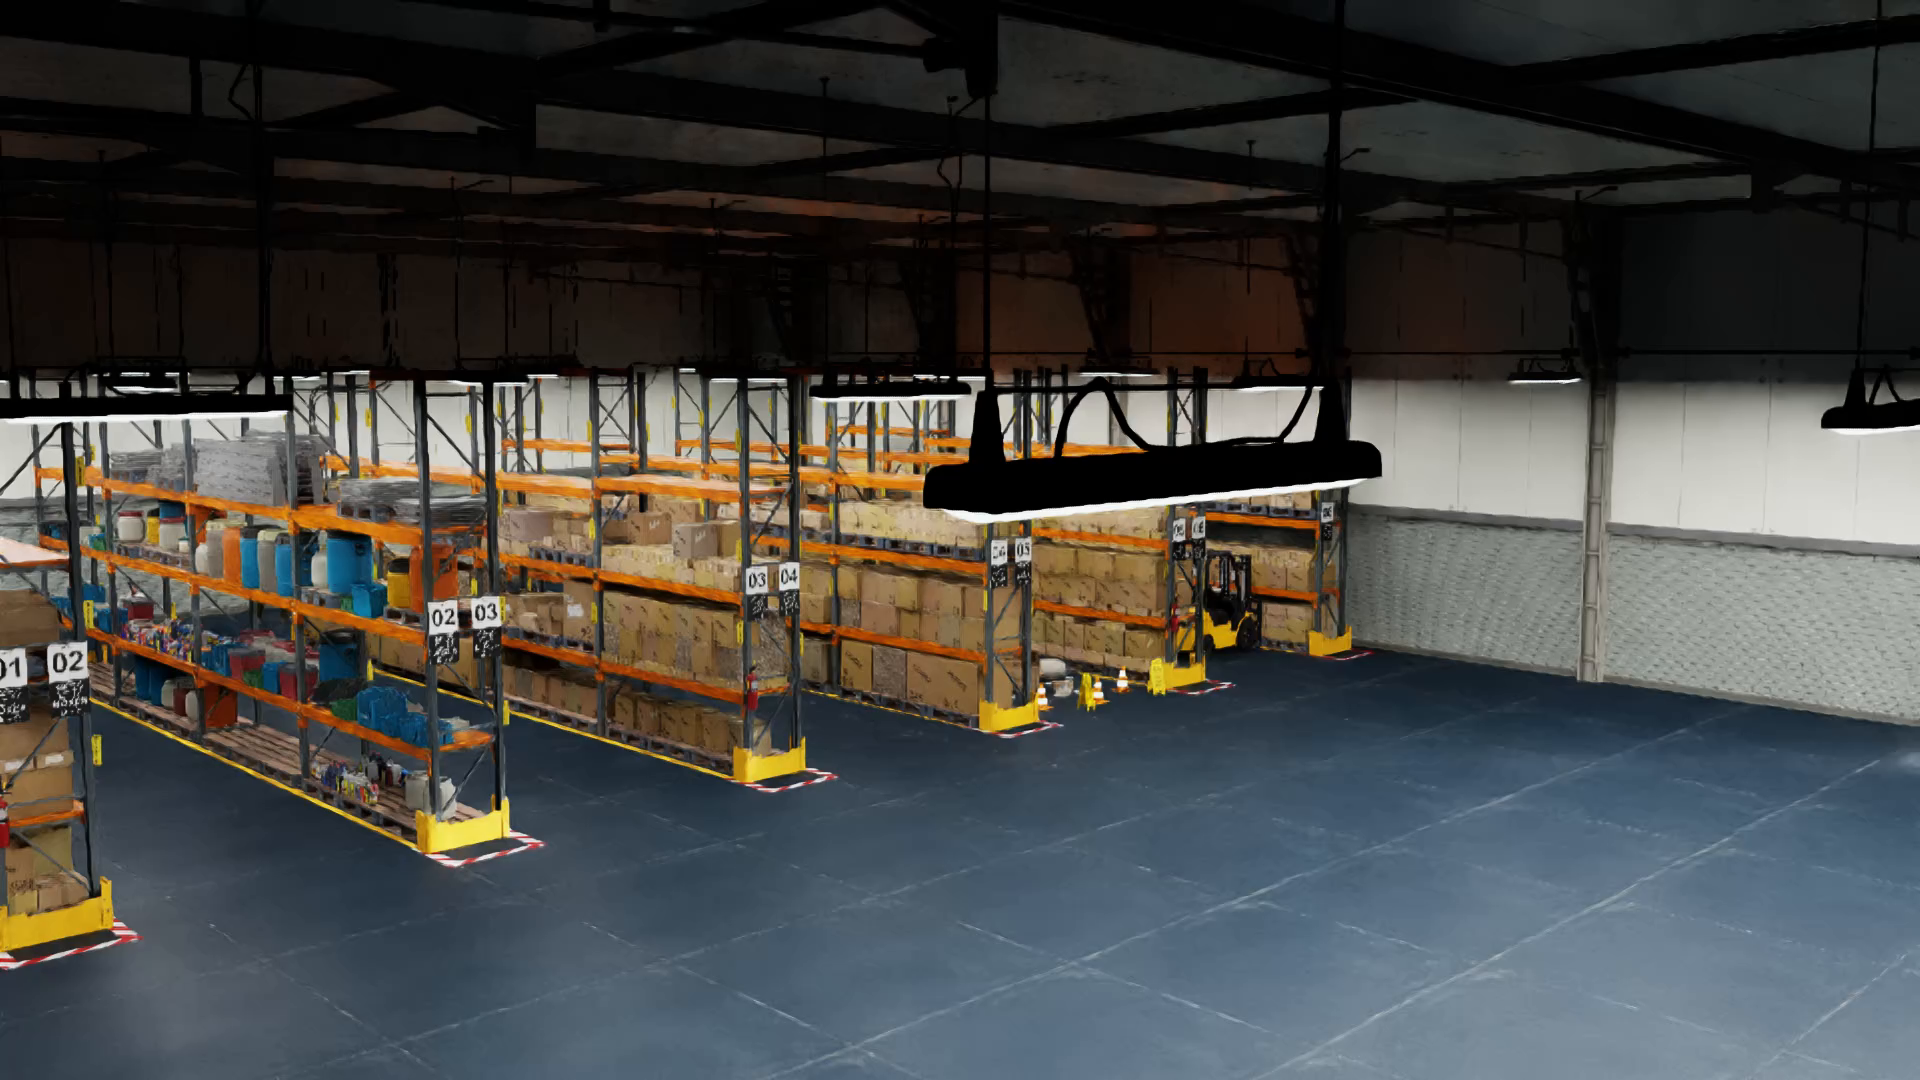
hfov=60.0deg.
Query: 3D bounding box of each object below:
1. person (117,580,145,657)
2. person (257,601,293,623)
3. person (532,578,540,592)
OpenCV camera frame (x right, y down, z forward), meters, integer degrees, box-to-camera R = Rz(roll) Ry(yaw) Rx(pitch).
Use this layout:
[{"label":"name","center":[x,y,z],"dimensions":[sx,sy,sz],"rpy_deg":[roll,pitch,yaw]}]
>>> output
[{"label":"person","center":[-17.238,1.623,34.636],"dimensions":[0.512,1.632,0.610],"rpy_deg":[6,9,43]},{"label":"person","center":[-16.120,1.084,38.880],"dimensions":[0.904,1.712,0.735],"rpy_deg":[4,7,29]},{"label":"person","center":[-11.125,0.618,42.966],"dimensions":[0.611,1.753,0.582],"rpy_deg":[-1,7,-8]}]
